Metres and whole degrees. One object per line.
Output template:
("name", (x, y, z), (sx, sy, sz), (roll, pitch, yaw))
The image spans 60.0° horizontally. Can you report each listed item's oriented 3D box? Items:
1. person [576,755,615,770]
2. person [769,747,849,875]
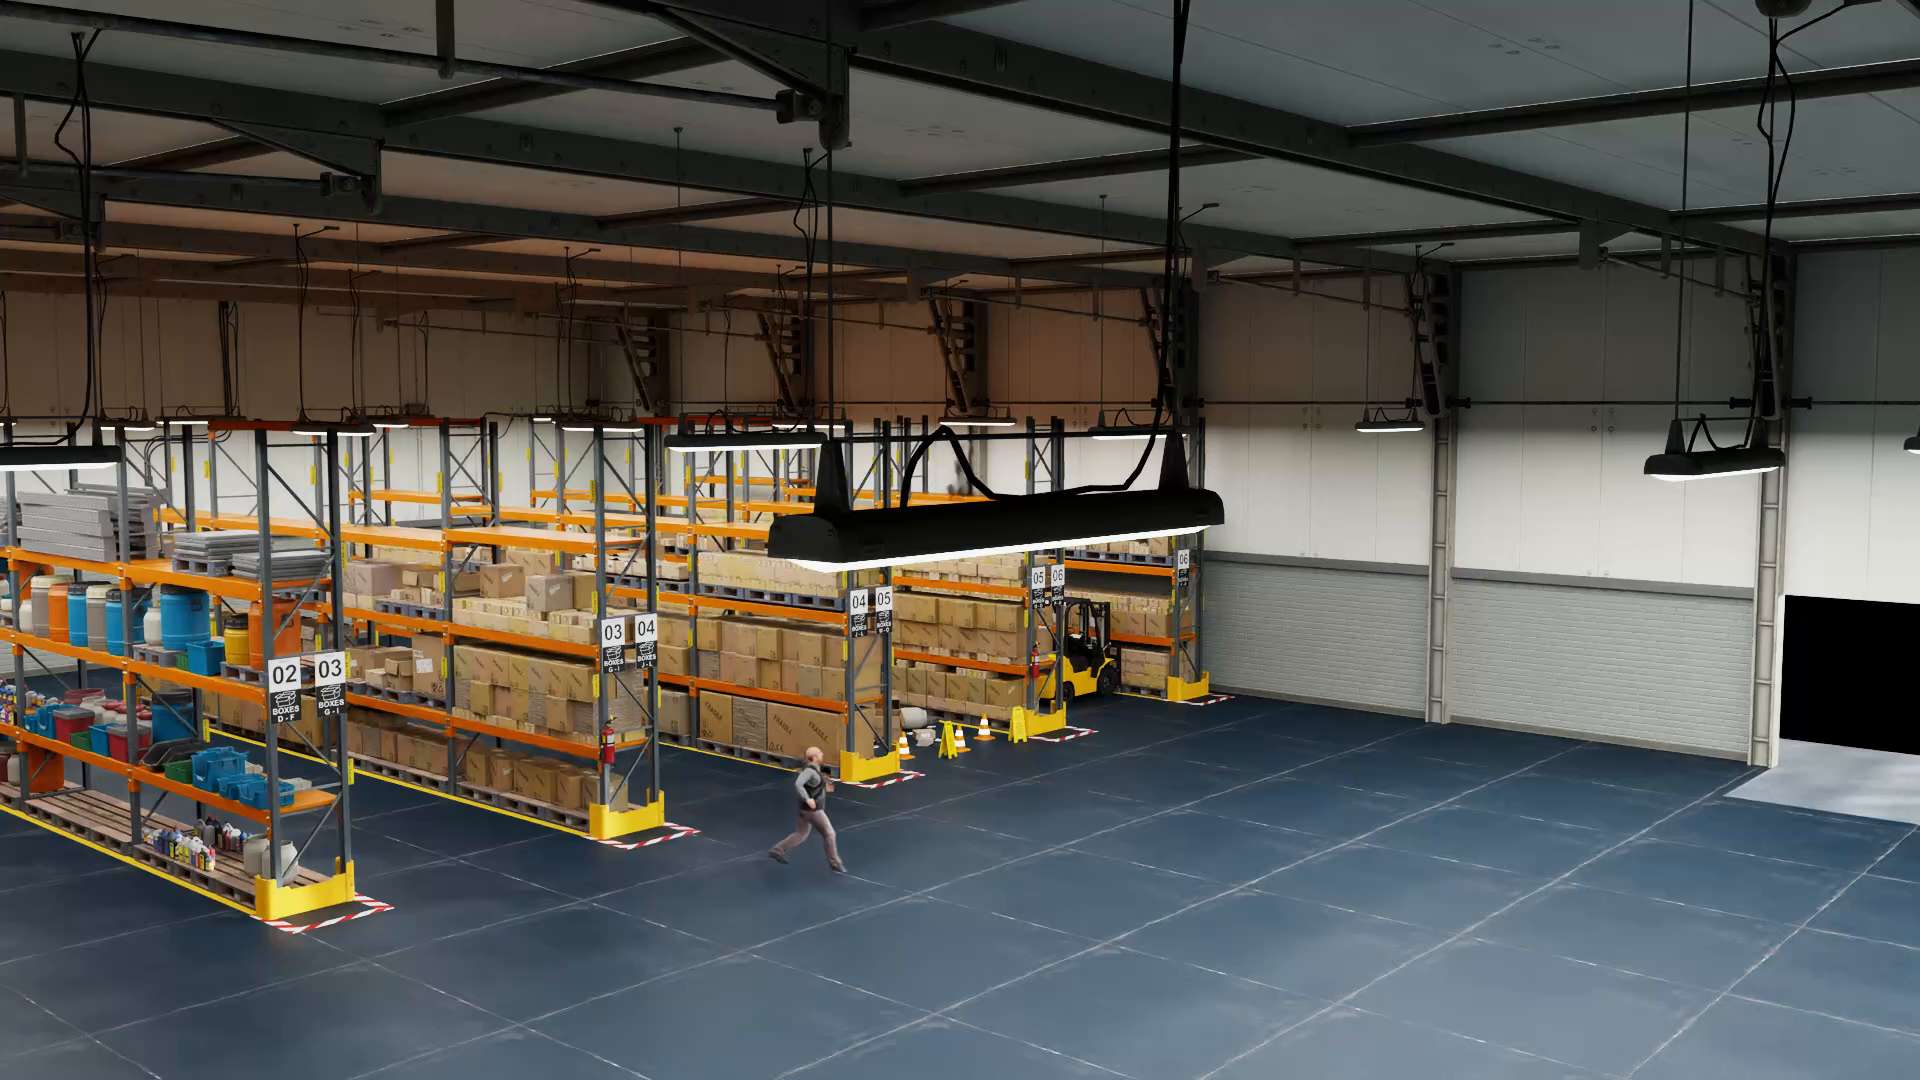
("person", (-6.396, 3.113, 28.790), (0.925, 1.675, 0.618), (2, 5, 19))
("person", (-2.030, 3.640, 22.260), (1.072, 1.761, 0.621), (-1, 5, -17))
